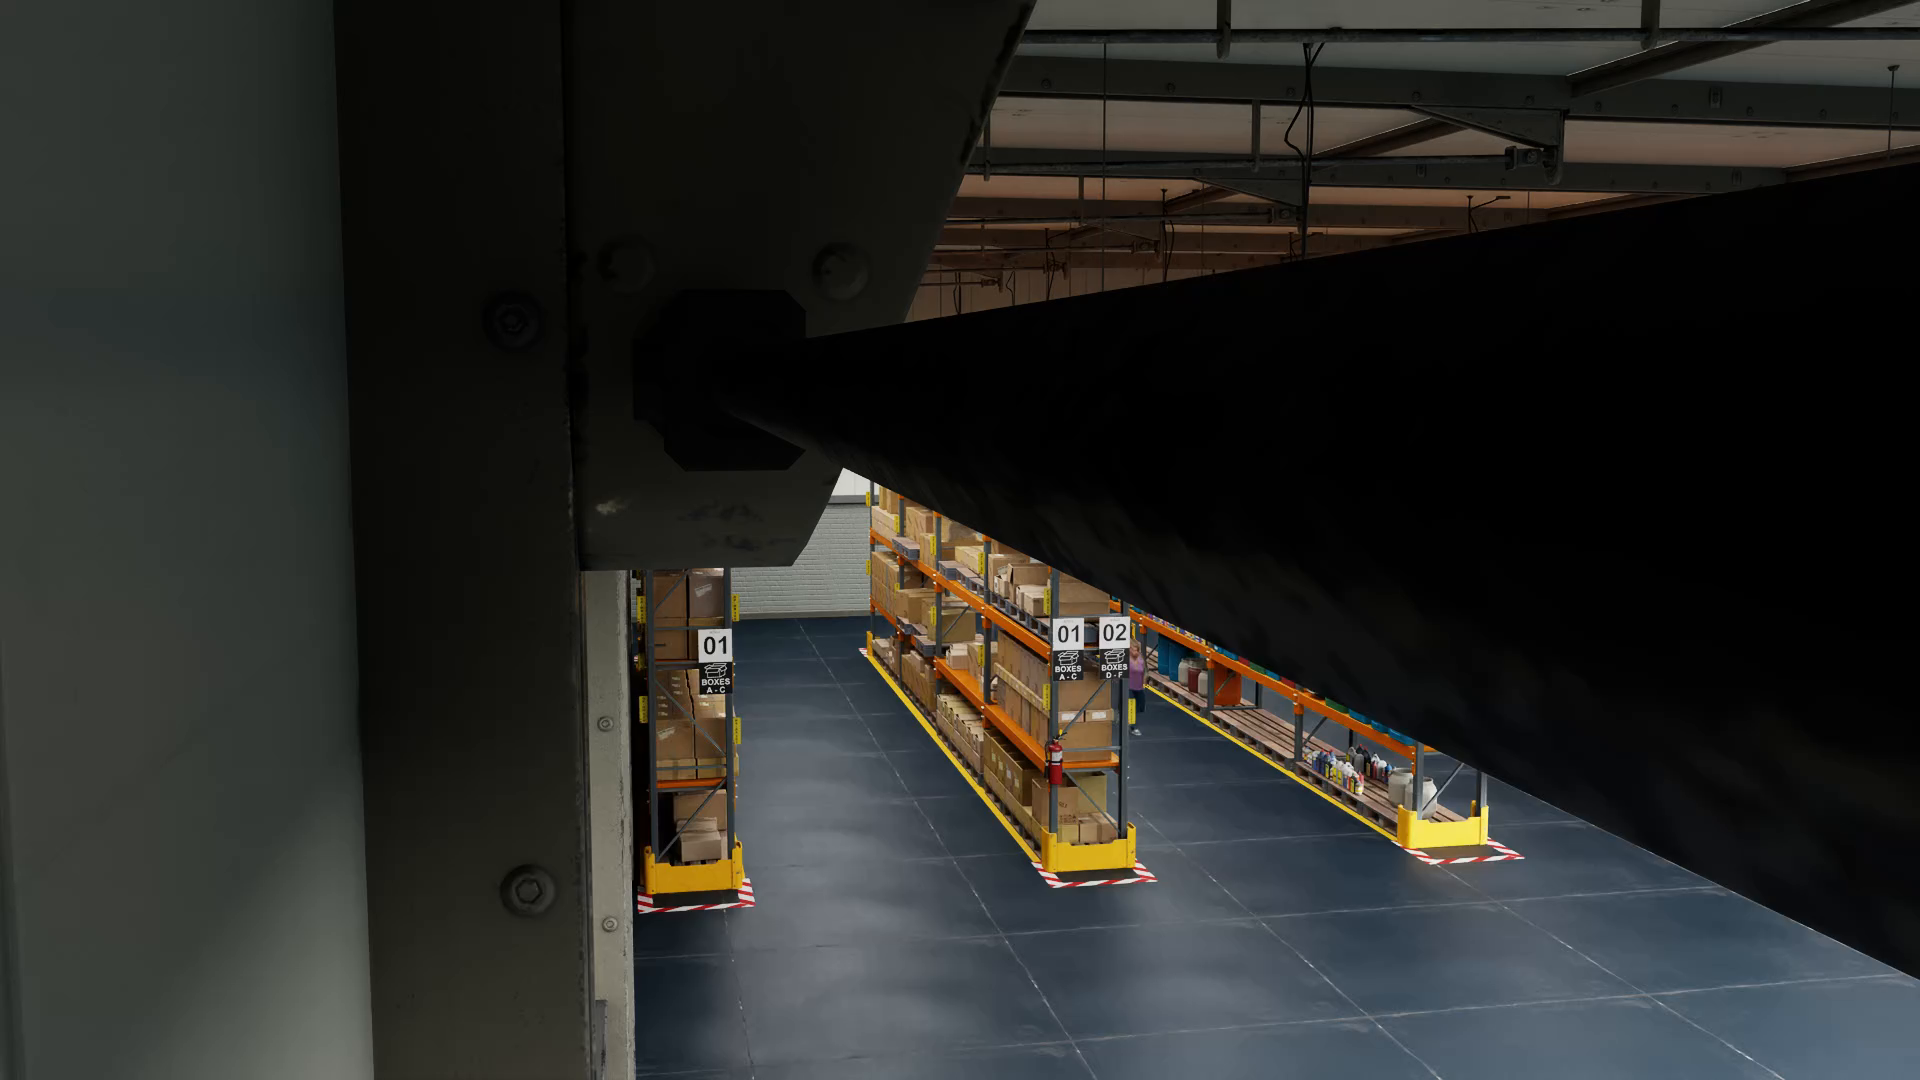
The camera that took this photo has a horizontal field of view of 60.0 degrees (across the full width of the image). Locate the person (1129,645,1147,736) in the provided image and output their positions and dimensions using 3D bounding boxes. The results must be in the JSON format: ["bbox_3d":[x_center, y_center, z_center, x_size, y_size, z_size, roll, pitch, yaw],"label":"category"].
[{"bbox_3d":[2.973,2.566,28.625,0.529,1.556,0.596,-2,6,-16],"label":"person"}]
